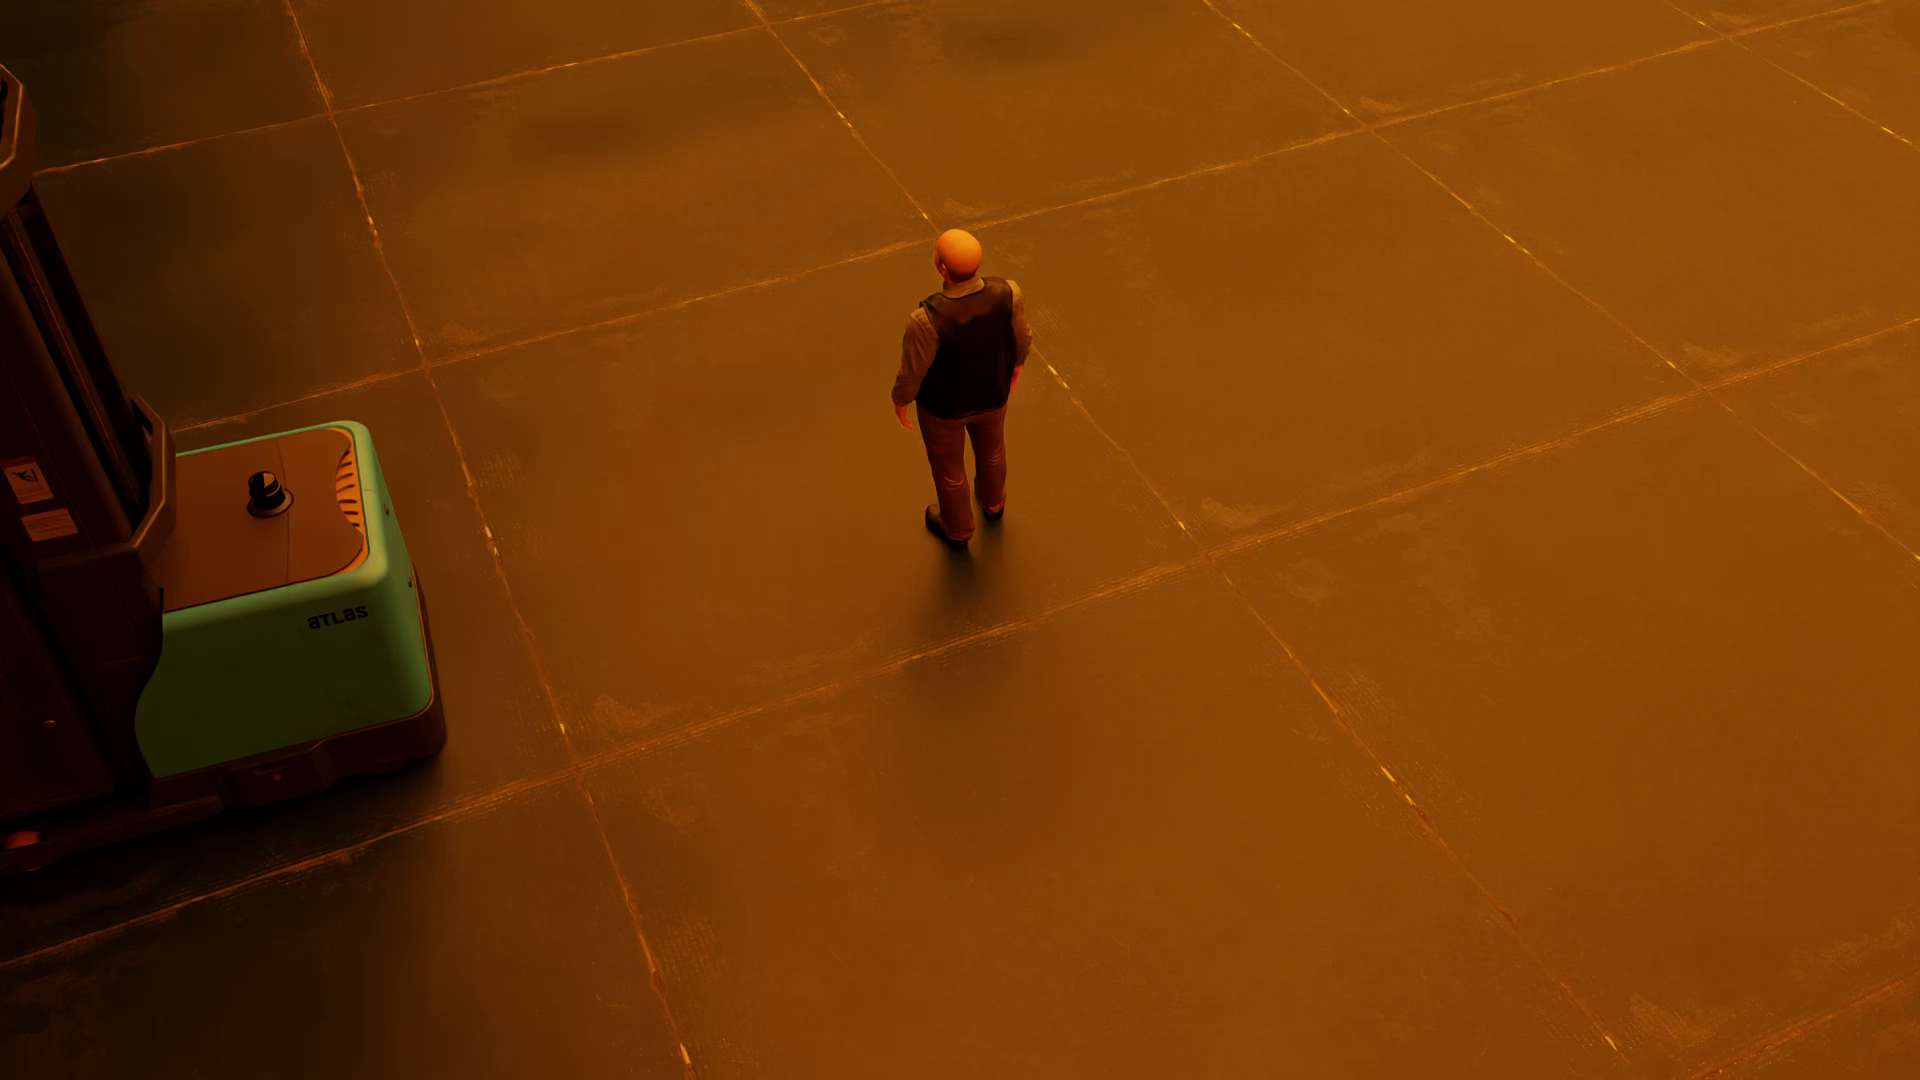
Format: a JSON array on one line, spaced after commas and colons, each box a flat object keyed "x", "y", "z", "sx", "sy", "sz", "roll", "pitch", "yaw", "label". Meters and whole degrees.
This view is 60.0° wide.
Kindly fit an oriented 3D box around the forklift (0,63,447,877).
[{"x": -3.690, "y": -0.151, "z": 5.842, "sx": 3.031, "sy": 2.935, "sz": 1.130, "roll": -14, "pitch": 45, "yaw": -14, "label": "forklift"}]

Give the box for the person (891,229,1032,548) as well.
[{"x": -0.020, "y": -0.676, "z": 7.280, "sx": 0.634, "sy": 1.722, "sz": 0.566, "roll": -18, "pitch": 46, "yaw": -18, "label": "person"}]
